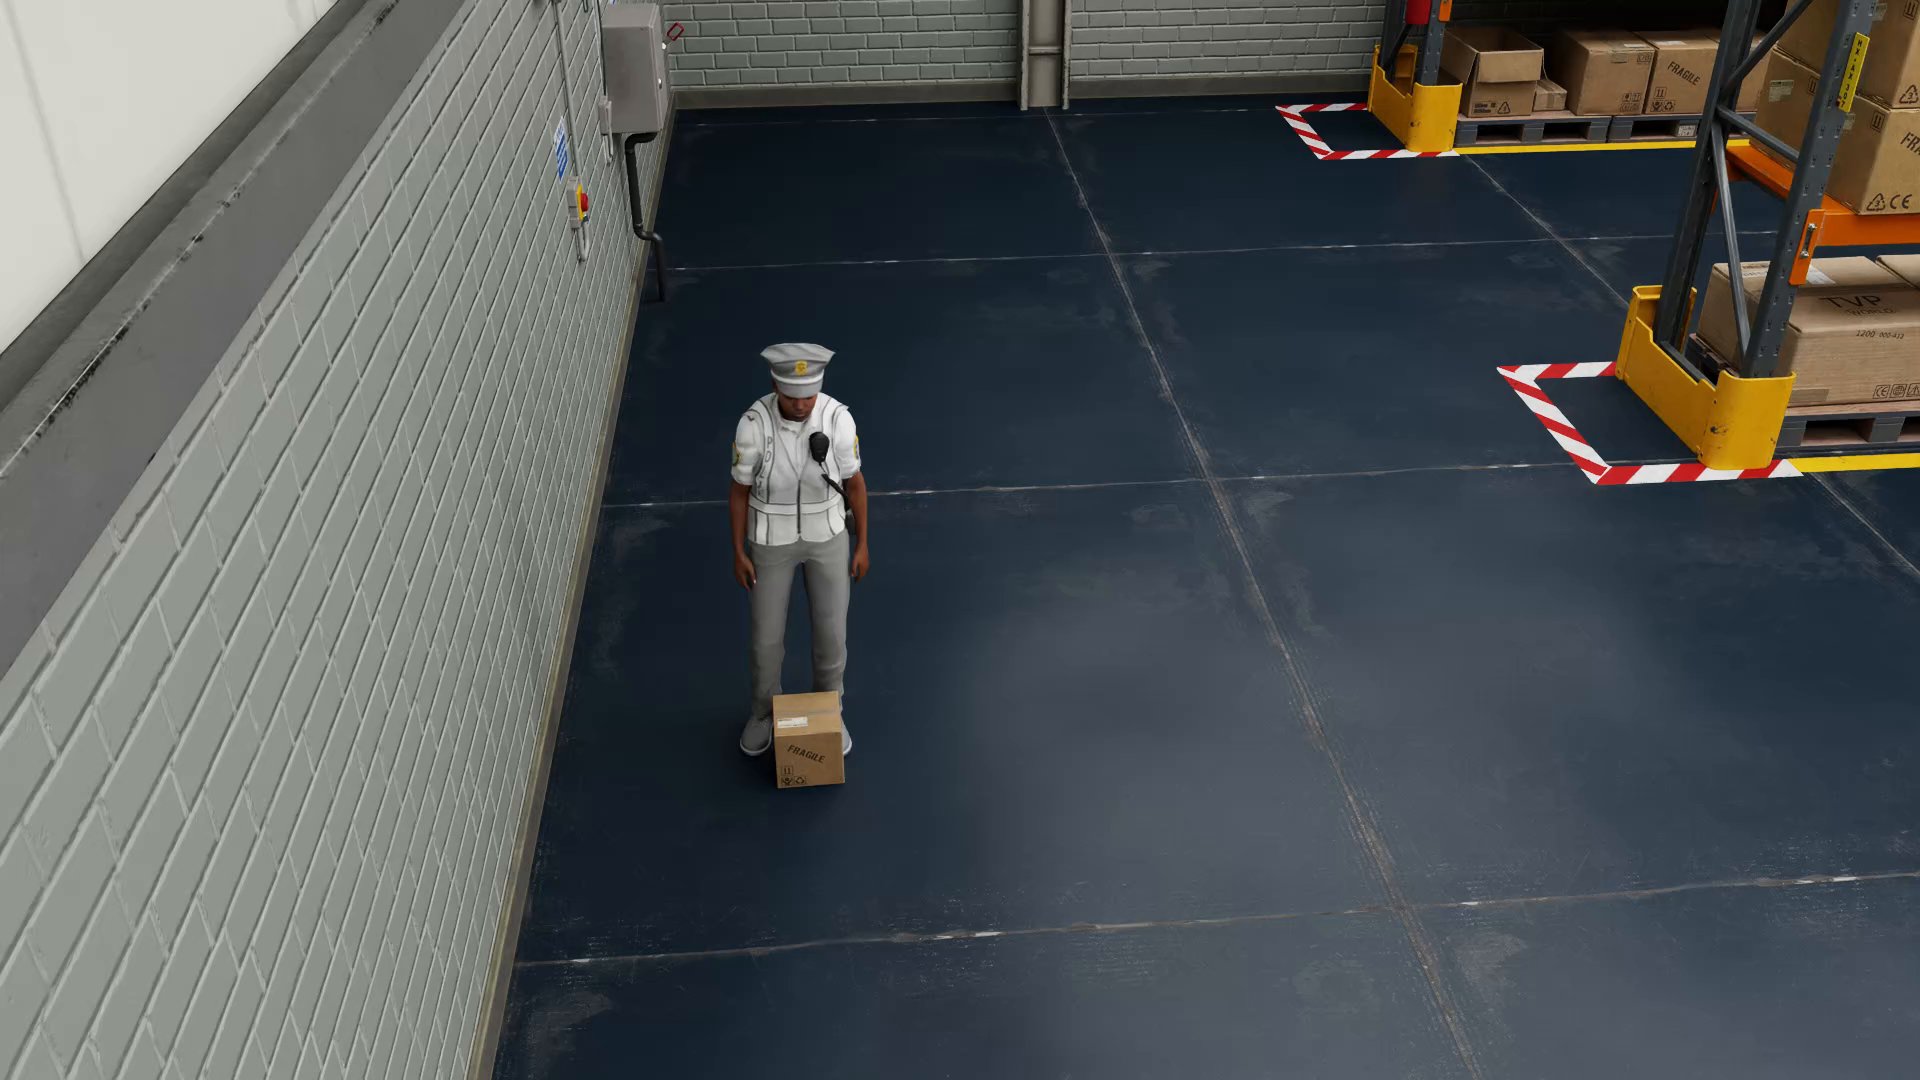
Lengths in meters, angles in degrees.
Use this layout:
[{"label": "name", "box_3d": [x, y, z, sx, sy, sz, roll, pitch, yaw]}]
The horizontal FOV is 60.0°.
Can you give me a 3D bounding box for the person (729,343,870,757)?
[{"label": "person", "box_3d": [-0.595, 0.033, 6.076, 0.532, 1.664, 0.421, -4, 32, -7]}]
